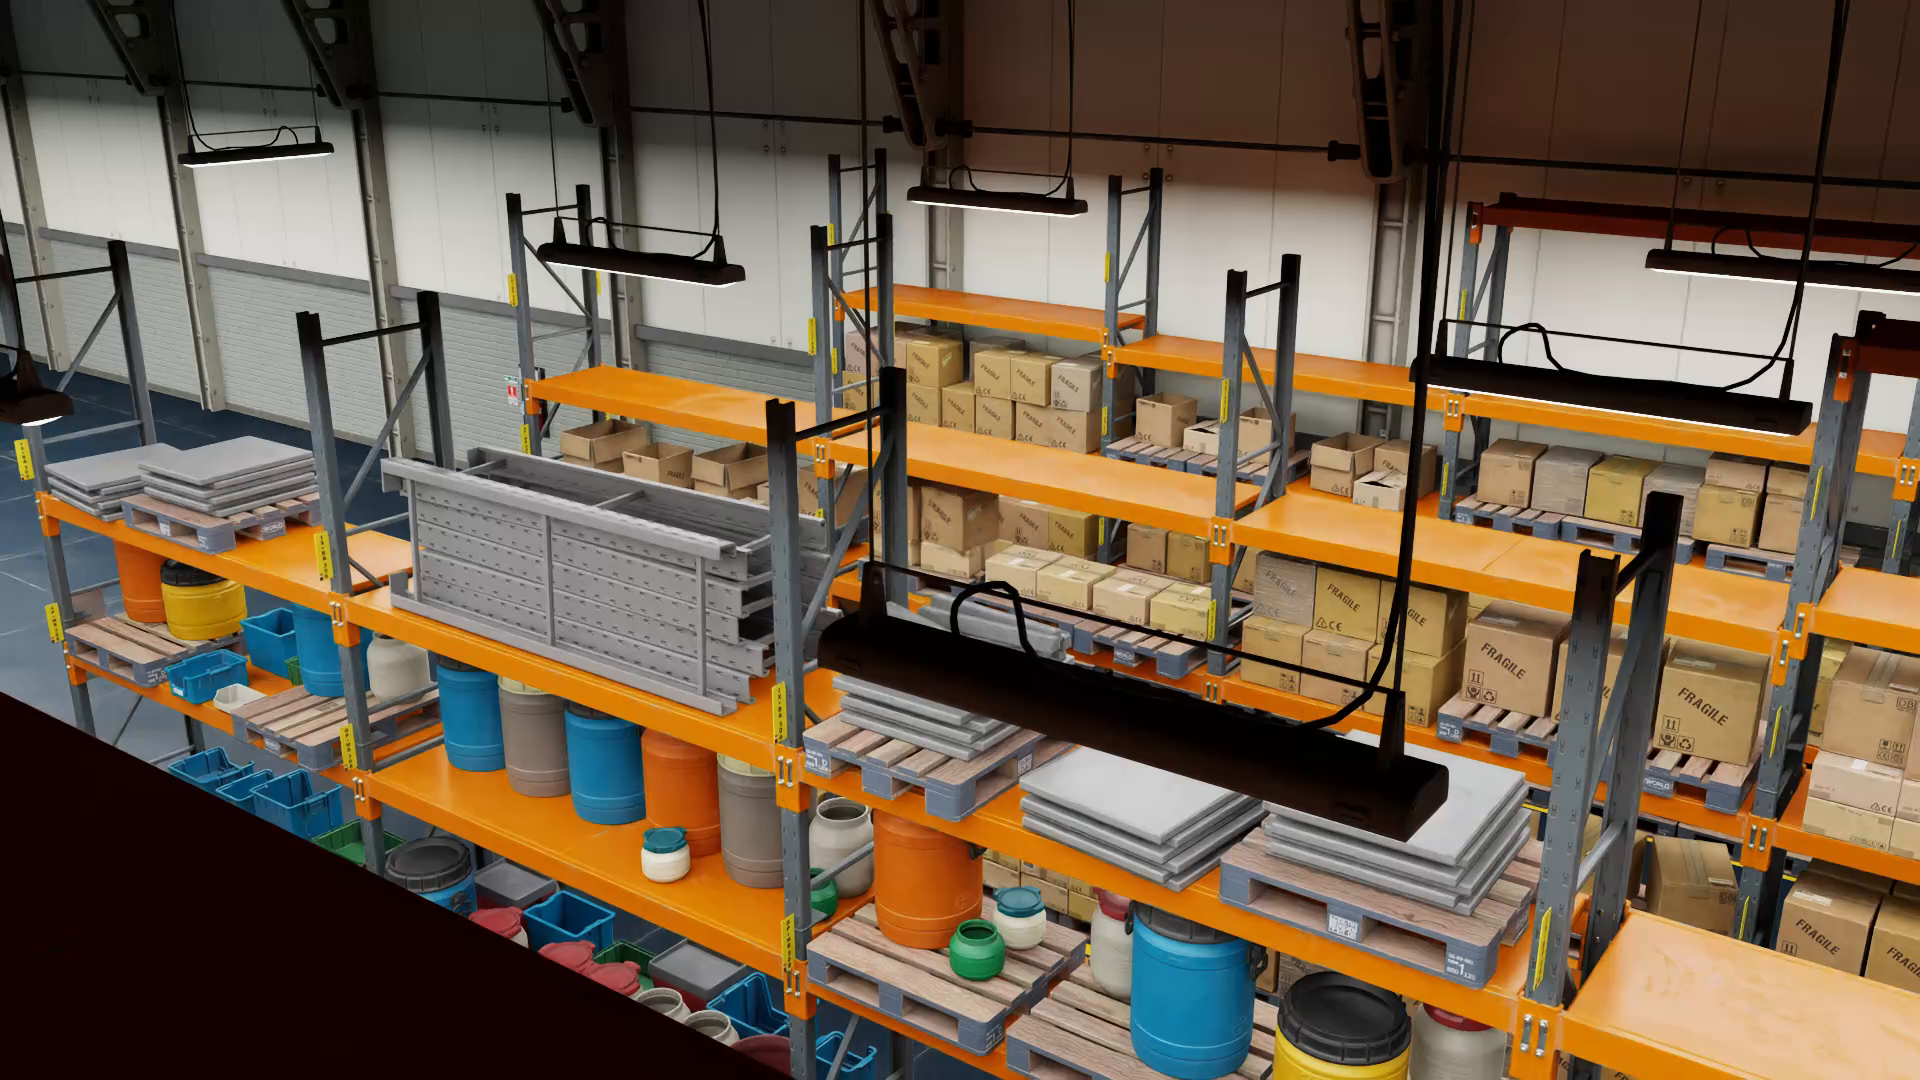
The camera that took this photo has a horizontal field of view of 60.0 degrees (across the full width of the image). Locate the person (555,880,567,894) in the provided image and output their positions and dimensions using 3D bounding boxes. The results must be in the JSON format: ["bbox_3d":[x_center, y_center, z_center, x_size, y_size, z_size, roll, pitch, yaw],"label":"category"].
[{"bbox_3d":[-3.533,2.771,14.193,0.462,1.633,0.956,-17,25,-41],"label":"person"}]
